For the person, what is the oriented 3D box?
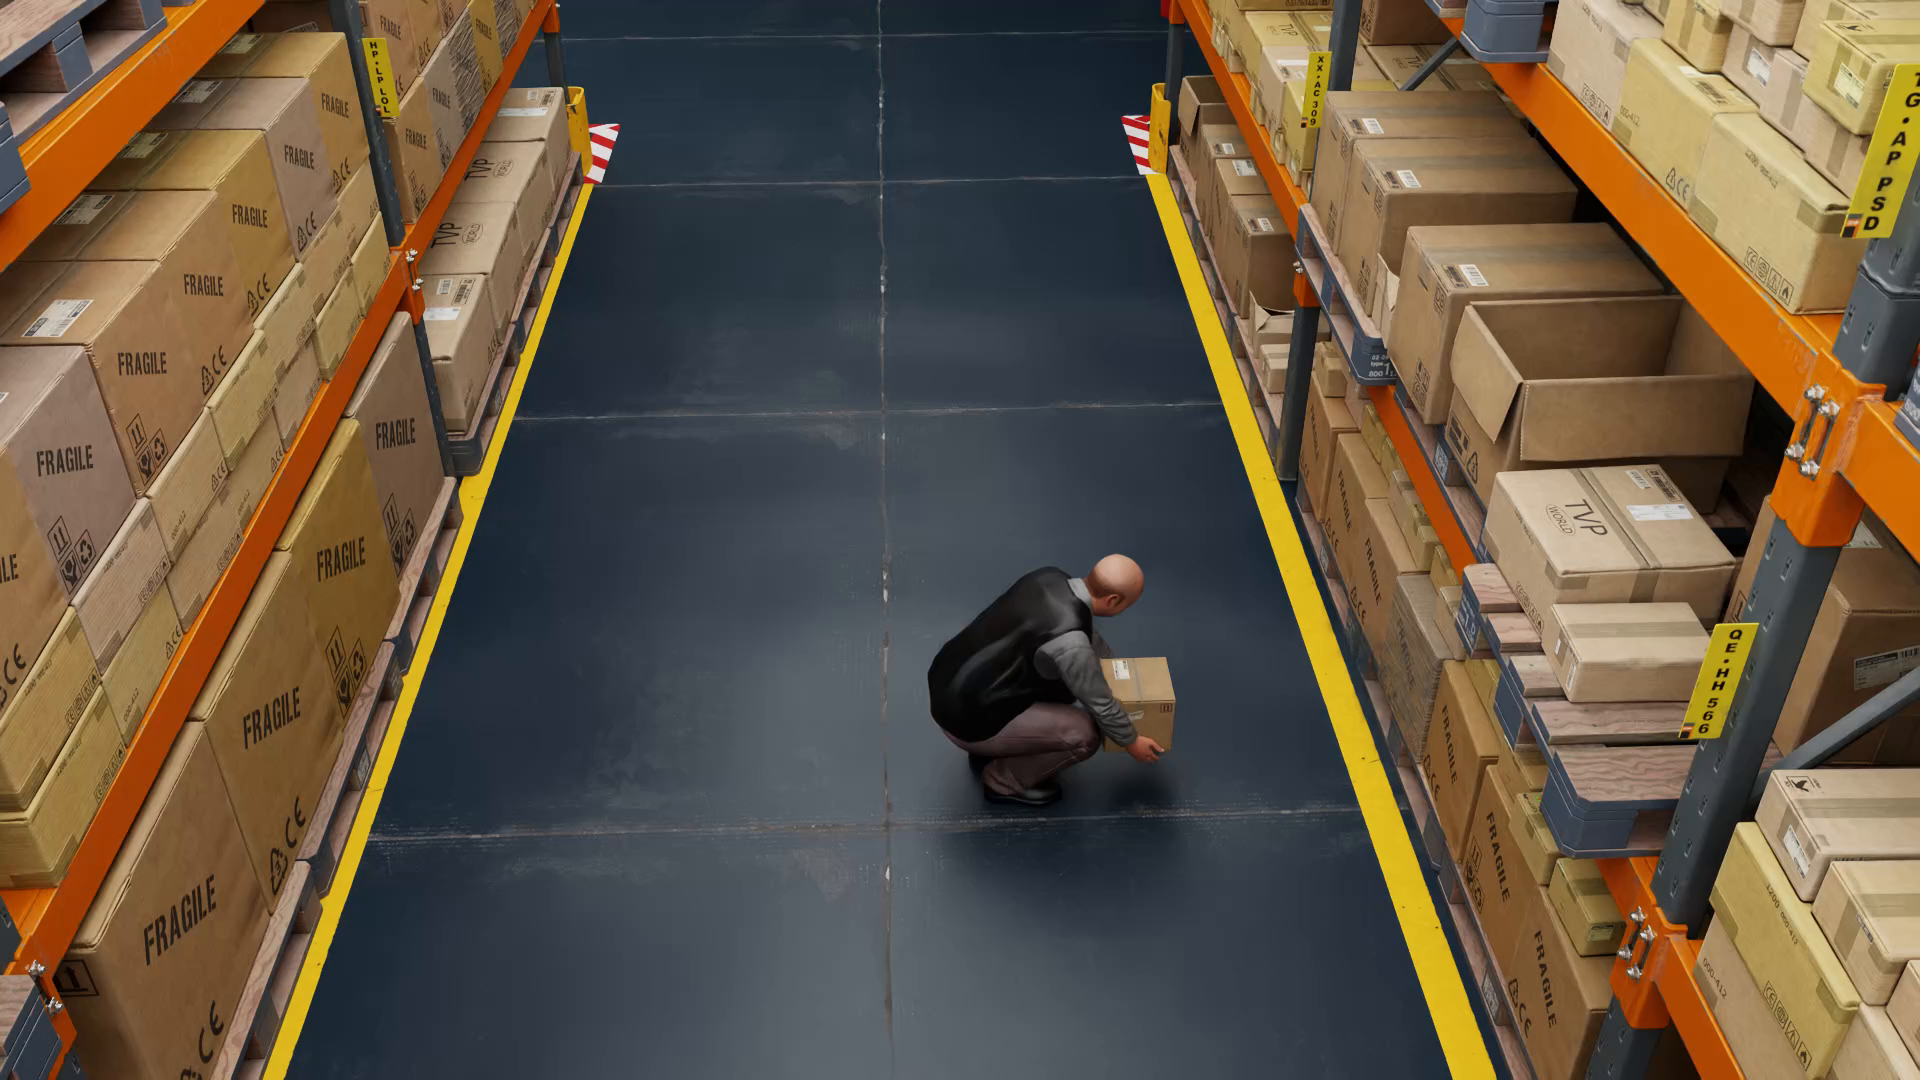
[{"bbox_3d":[0.319,0.532,6.154,0.882,0.880,0.514,-2,35,-3],"label":"person"}]
